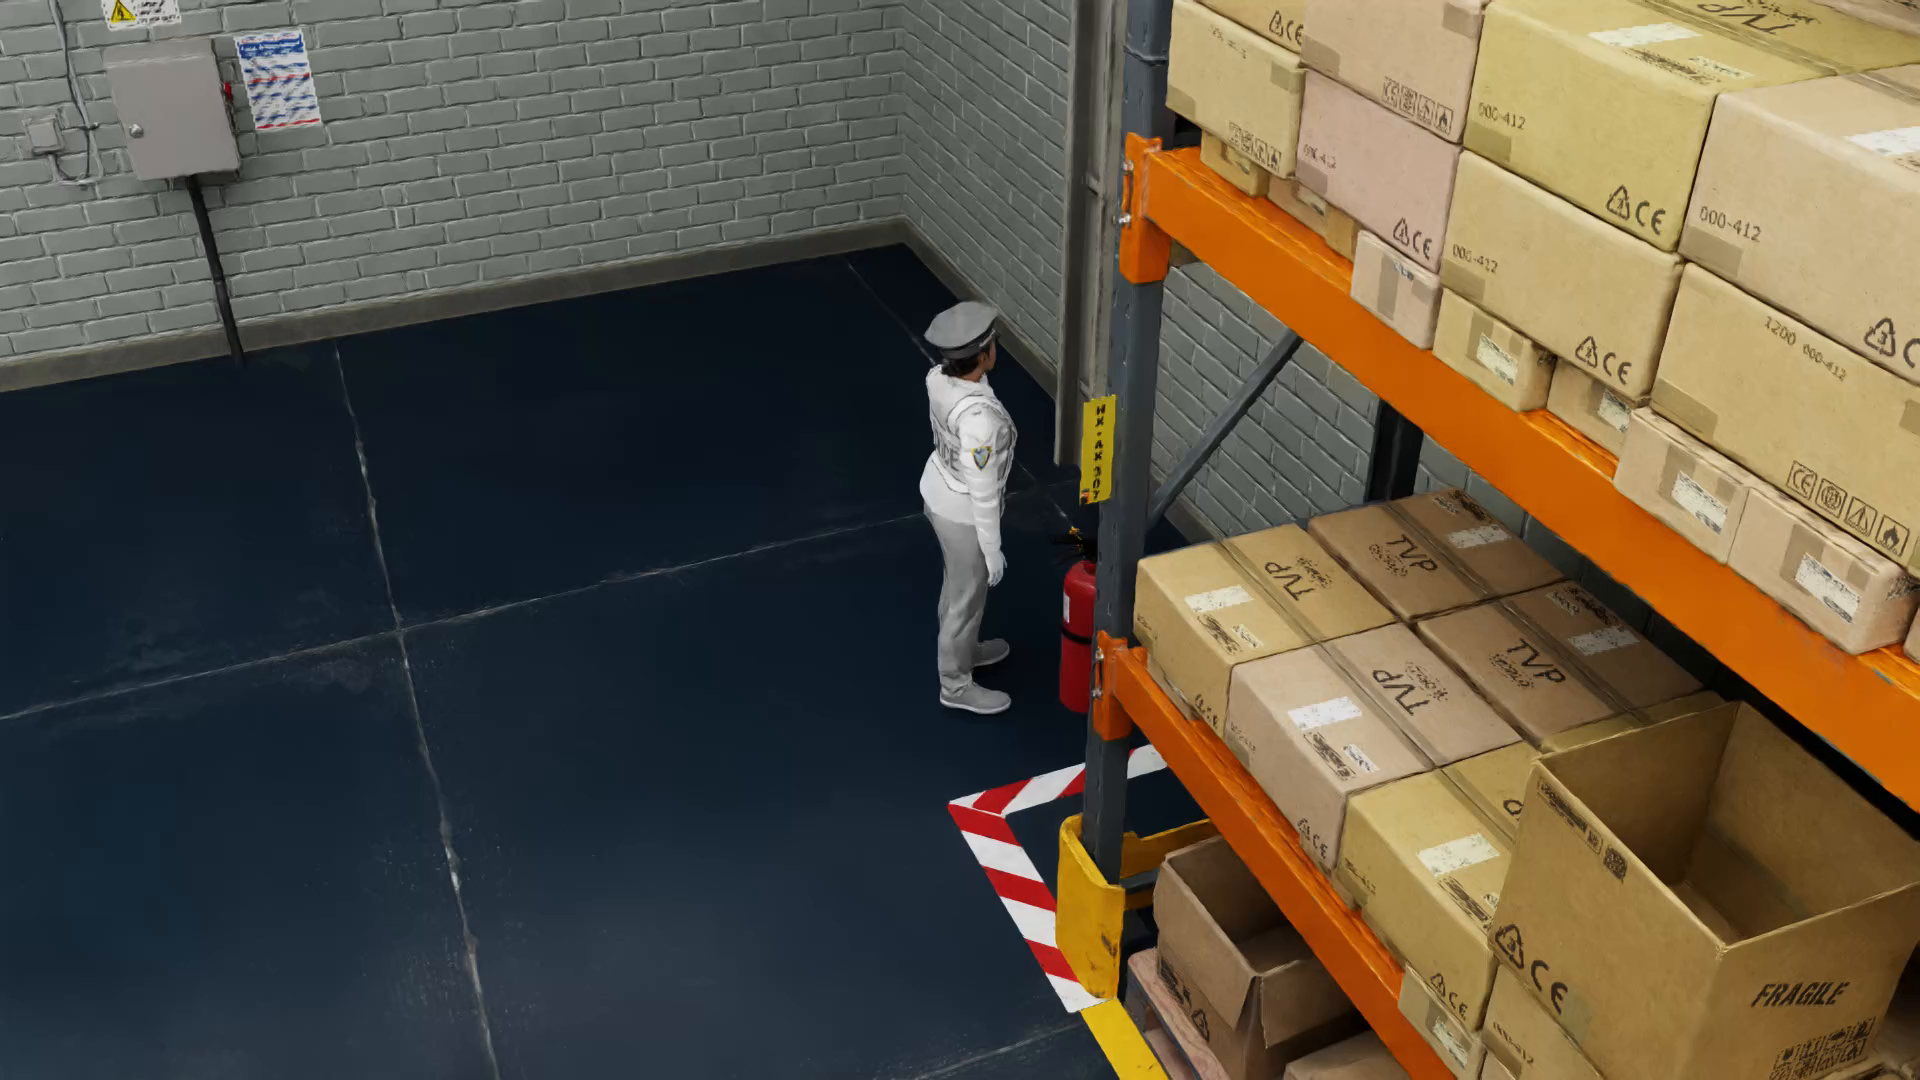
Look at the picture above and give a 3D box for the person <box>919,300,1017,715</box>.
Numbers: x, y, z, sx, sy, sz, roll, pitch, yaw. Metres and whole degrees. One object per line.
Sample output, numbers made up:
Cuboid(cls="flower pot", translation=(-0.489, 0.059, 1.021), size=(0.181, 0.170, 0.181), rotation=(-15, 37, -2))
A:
Cuboid(cls="person", translation=(0.066, -0.107, 6.247), size=(0.403, 1.690, 0.560), rotation=(-11, 35, -16))
